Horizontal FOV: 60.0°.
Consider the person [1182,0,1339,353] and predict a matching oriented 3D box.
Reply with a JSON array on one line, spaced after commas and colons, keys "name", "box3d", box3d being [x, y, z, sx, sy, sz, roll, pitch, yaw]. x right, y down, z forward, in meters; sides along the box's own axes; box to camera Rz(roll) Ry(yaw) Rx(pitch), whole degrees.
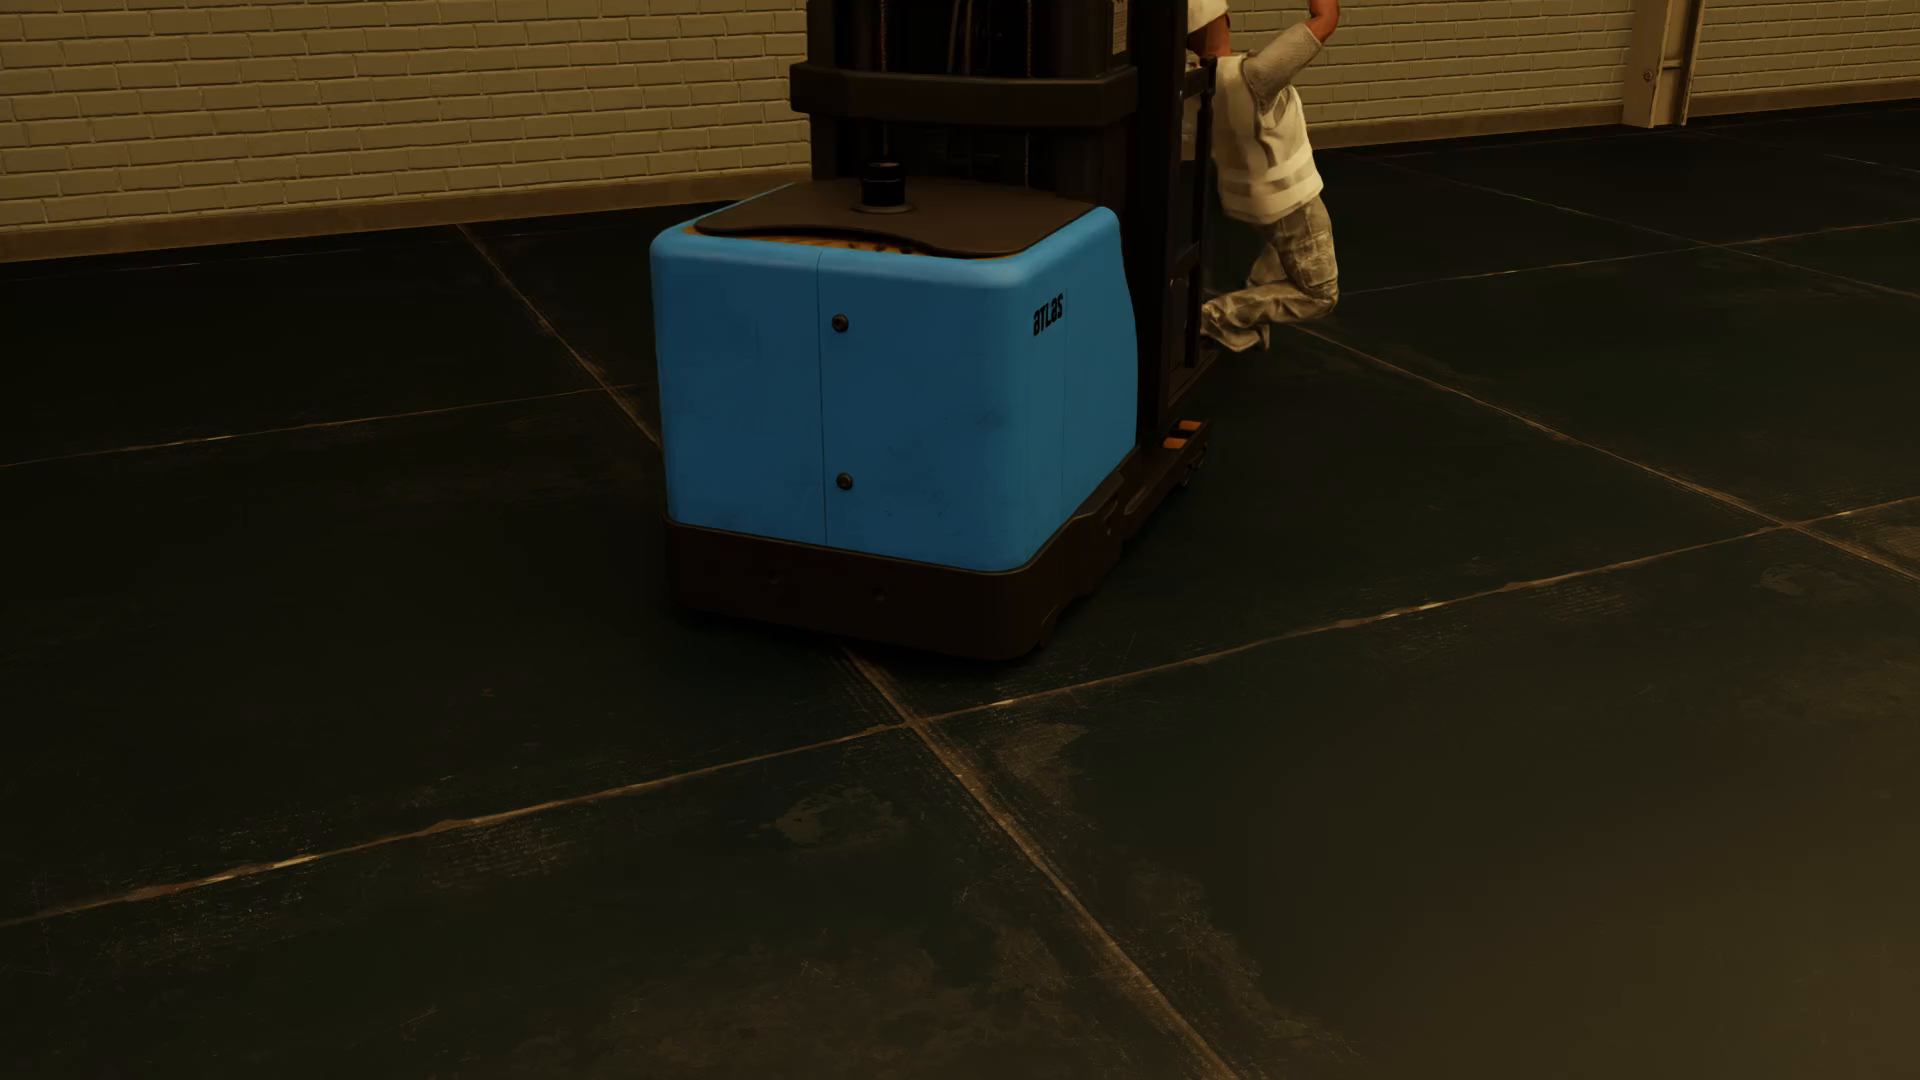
[{"name": "person", "box3d": [1.066, -1.512, 6.504, 0.831, 1.663, 1.139, -10, 25, -23]}]

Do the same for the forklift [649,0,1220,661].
[{"name": "forklift", "box3d": [0.220, -1.583, 5.096, 1.130, 2.935, 3.031, 9, 24, 20]}]
